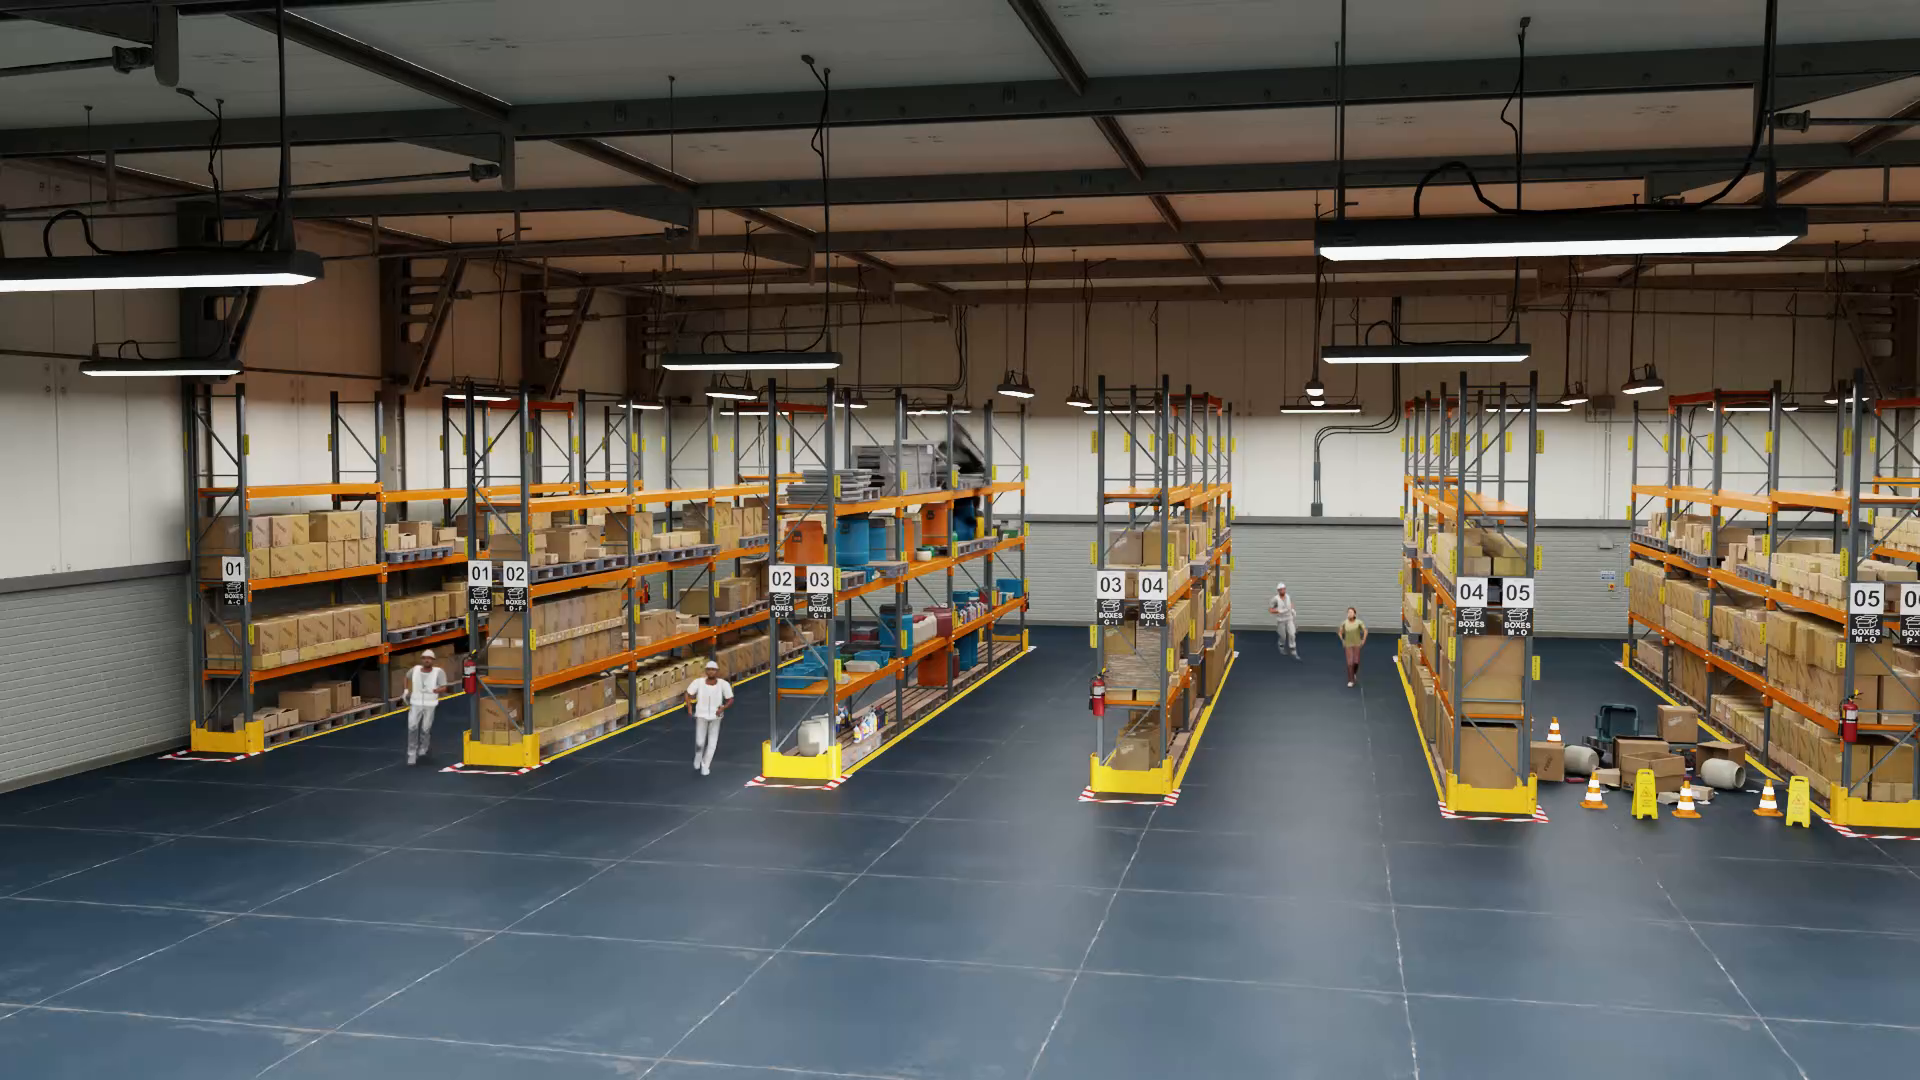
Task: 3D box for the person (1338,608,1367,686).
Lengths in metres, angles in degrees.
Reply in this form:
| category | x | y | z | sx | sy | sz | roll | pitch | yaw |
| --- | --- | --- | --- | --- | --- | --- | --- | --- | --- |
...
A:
| category | x | y | z | sx | sy | sz | roll | pitch | yaw |
| --- | --- | --- | --- | --- | --- | --- | --- | --- | --- |
| person | 8.142 | 2.220 | 34.531 | 0.584 | 1.633 | 0.535 | 1 | 3 | 18 |

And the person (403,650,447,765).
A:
| category | x | y | z | sx | sy | sz | roll | pitch | yaw |
| --- | --- | --- | --- | --- | --- | --- | --- | --- | --- |
| person | -8.456 | 2.640 | 26.302 | 0.684 | 1.829 | 0.697 | -1 | 3 | -13 |

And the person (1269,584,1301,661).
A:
| category | x | y | z | sx | sy | sz | roll | pitch | yaw |
| --- | --- | --- | --- | --- | --- | --- | --- | --- | --- |
| person | 7.528 | 1.898 | 38.884 | 0.686 | 1.771 | 0.950 | -1 | 3 | -13 |

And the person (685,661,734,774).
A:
| category | x | y | z | sx | sy | sz | roll | pitch | yaw |
| --- | --- | --- | --- | --- | --- | --- | --- | --- | --- |
| person | -3.802 | 2.697 | 25.265 | 0.737 | 1.717 | 0.525 | -1 | 3 | -9 |
